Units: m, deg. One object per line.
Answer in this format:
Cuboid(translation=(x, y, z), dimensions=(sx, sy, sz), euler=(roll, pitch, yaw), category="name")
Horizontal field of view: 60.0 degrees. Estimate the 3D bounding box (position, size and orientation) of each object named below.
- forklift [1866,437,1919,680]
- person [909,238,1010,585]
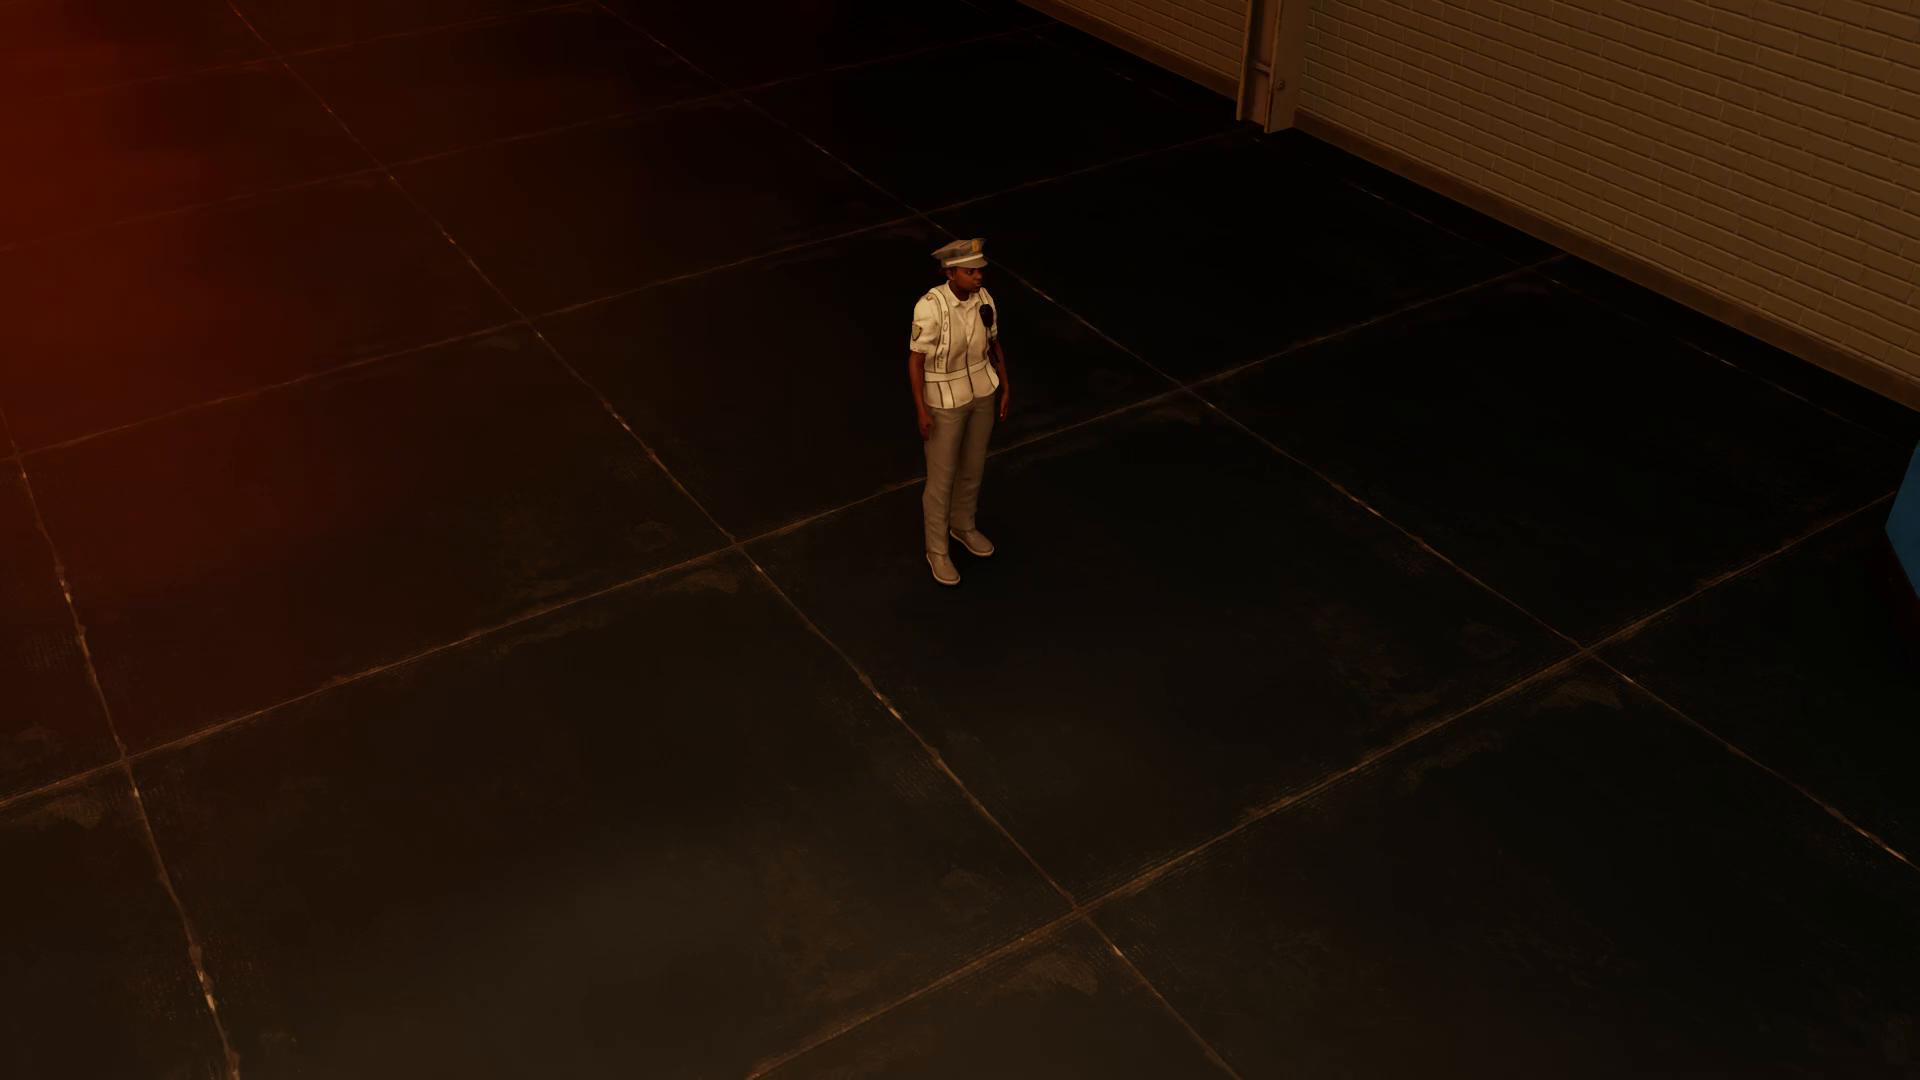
Cuboid(translation=(5.980, -0.605, 7.009), dimensions=(3.031, 2.935, 1.130), euler=(6, 36, 8), category="forklift")
Cuboid(translation=(0.024, -0.657, 8.146), dimensions=(0.569, 1.694, 0.530), euler=(-21, 40, -27), category="person")
